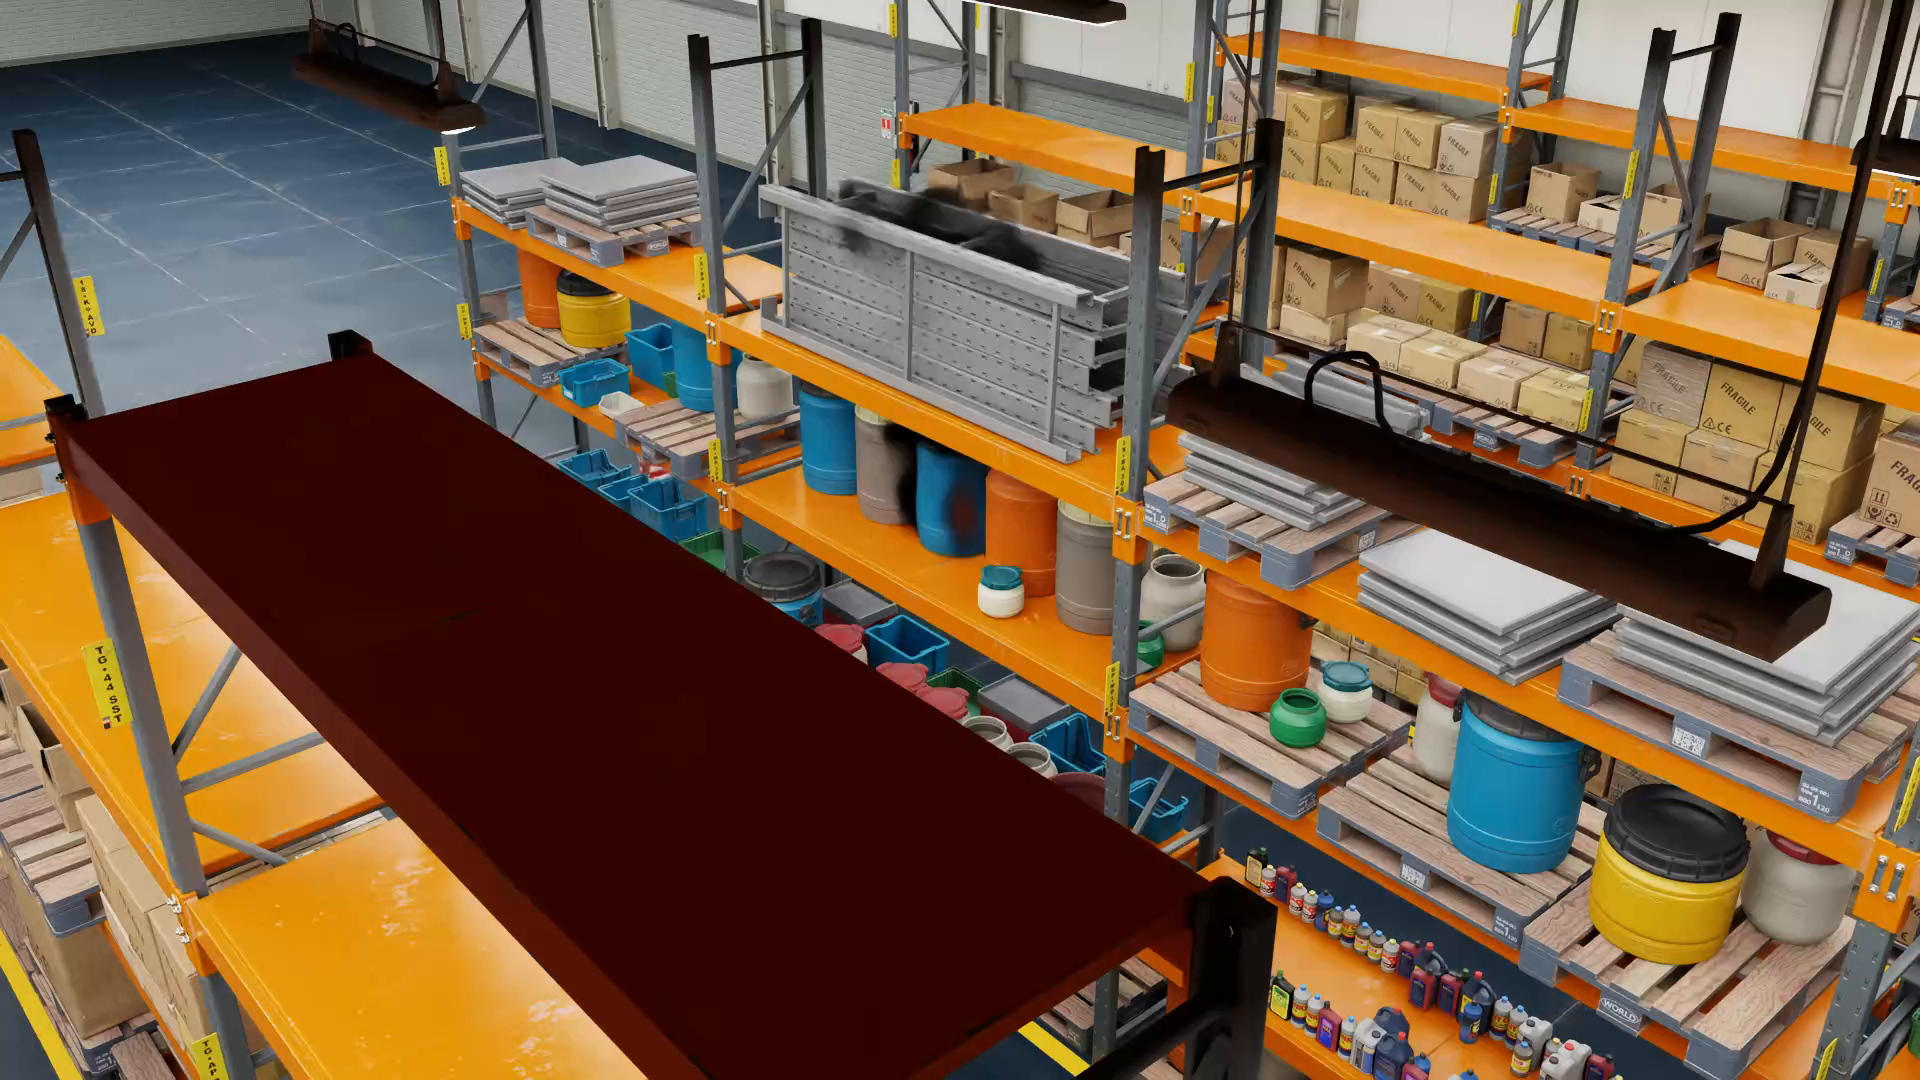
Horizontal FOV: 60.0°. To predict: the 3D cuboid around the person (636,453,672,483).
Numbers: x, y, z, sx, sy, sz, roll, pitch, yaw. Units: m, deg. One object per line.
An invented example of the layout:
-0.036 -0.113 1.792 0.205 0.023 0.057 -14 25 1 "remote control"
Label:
-3.048 -0.628 16.848 0.937 1.812 0.682 20 33 34 "person"
